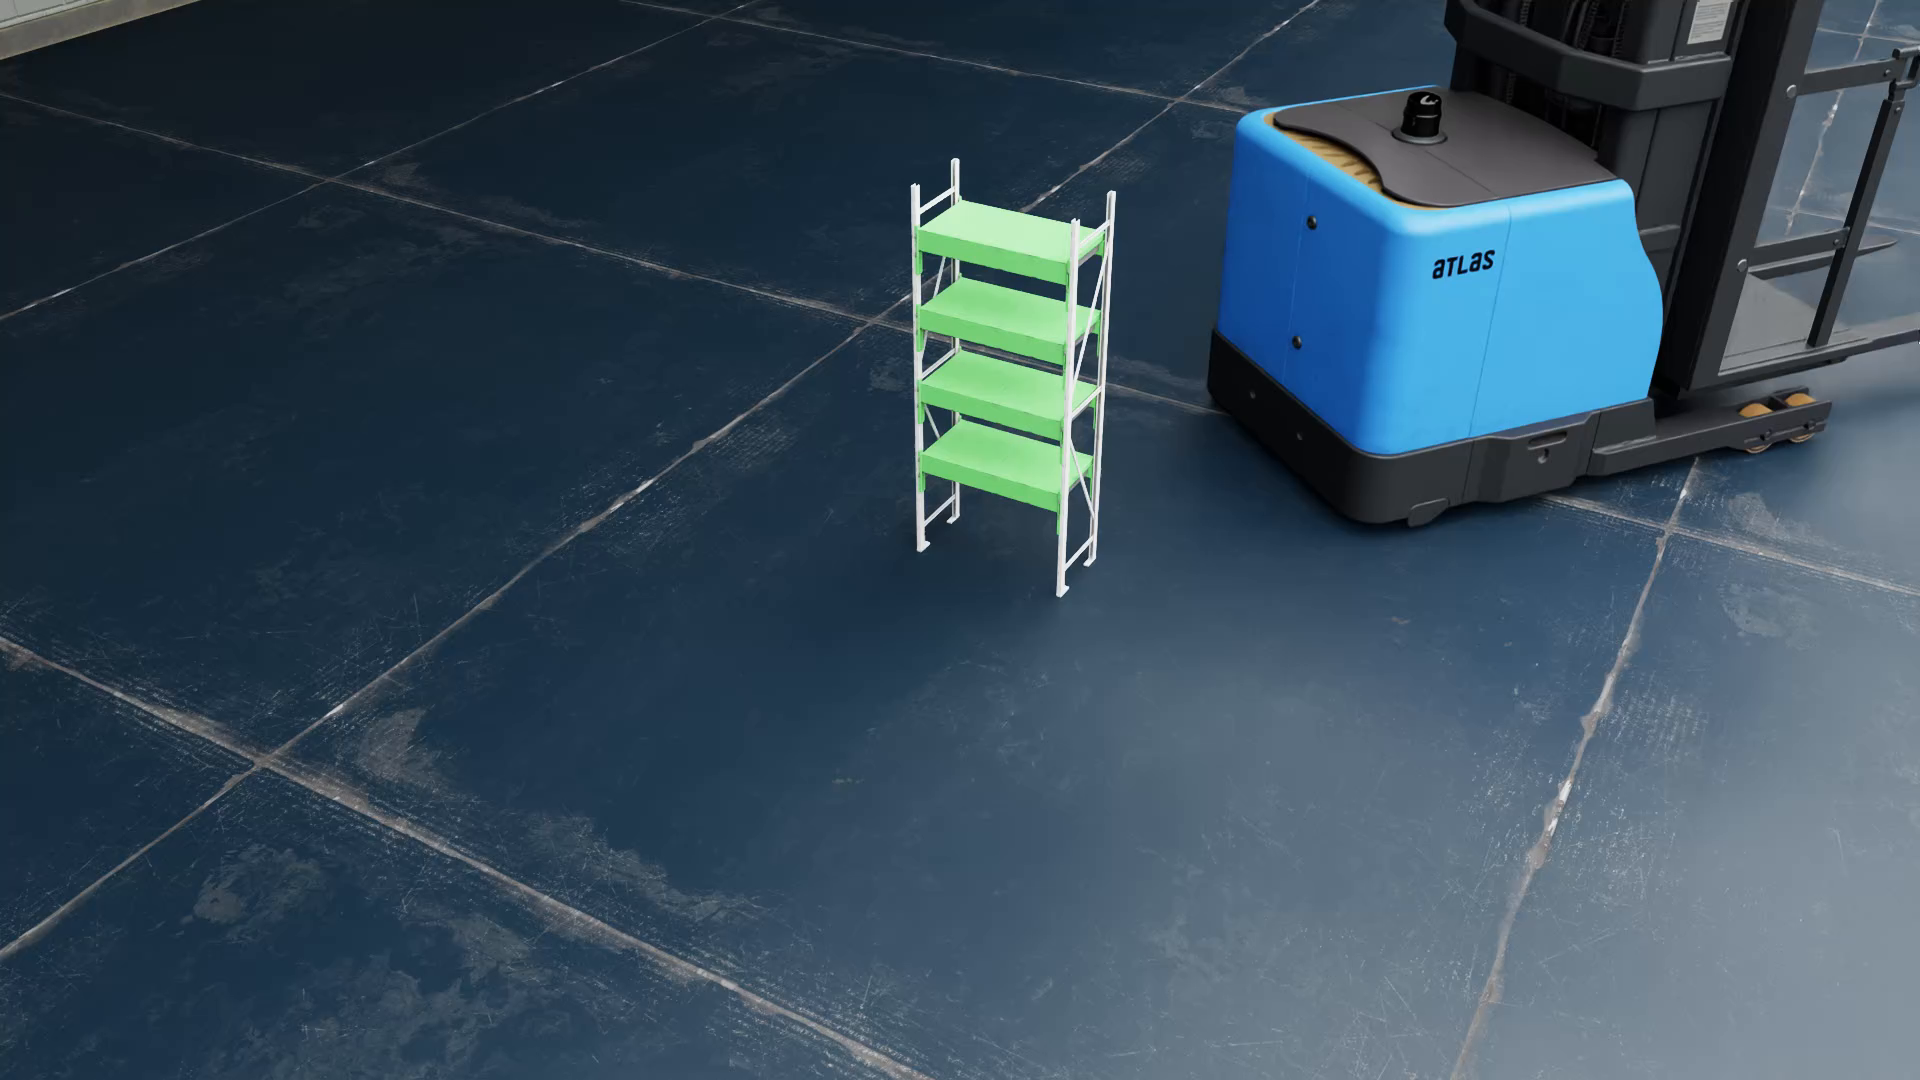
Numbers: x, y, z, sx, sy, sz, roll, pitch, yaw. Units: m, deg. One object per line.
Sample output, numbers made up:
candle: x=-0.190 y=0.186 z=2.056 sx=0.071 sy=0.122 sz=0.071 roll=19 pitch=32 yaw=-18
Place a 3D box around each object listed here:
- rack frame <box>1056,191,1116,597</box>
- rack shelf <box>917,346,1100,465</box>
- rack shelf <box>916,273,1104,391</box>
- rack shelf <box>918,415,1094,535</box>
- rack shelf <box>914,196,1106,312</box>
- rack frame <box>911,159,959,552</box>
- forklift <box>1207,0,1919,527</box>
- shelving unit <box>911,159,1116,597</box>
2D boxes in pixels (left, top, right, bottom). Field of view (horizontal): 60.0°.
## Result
rack frame: x=0.356 y=-0.387 z=4.748 sx=0.015 sy=1.200 sz=0.240 roll=18 pitch=37 yaw=24
rack shelf: x=0.144 y=-0.401 z=4.884 sx=0.480 sy=0.148 sz=0.258 roll=18 pitch=37 yaw=24
rack shelf: x=0.144 y=-0.600 z=4.751 sx=0.480 sy=0.148 sz=0.258 roll=18 pitch=37 yaw=24
rack shelf: x=0.144 y=-0.201 z=5.018 sx=0.480 sy=0.148 sz=0.258 roll=18 pitch=37 yaw=24
rack shelf: x=0.144 y=-0.800 z=4.618 sx=0.480 sy=0.148 sz=0.258 roll=18 pitch=37 yaw=24
rack frame: x=-0.068 y=-0.521 z=4.950 sx=0.015 sy=1.200 sz=0.240 roll=18 pitch=37 yaw=24
forklift: x=2.450 y=-1.776 z=5.273 sx=3.031 sy=2.935 sz=1.130 roll=-13 pitch=36 yaw=-18
shelving unit: x=0.144 y=-0.454 z=4.849 sx=0.503 sy=1.200 sz=0.258 roll=18 pitch=37 yaw=24
